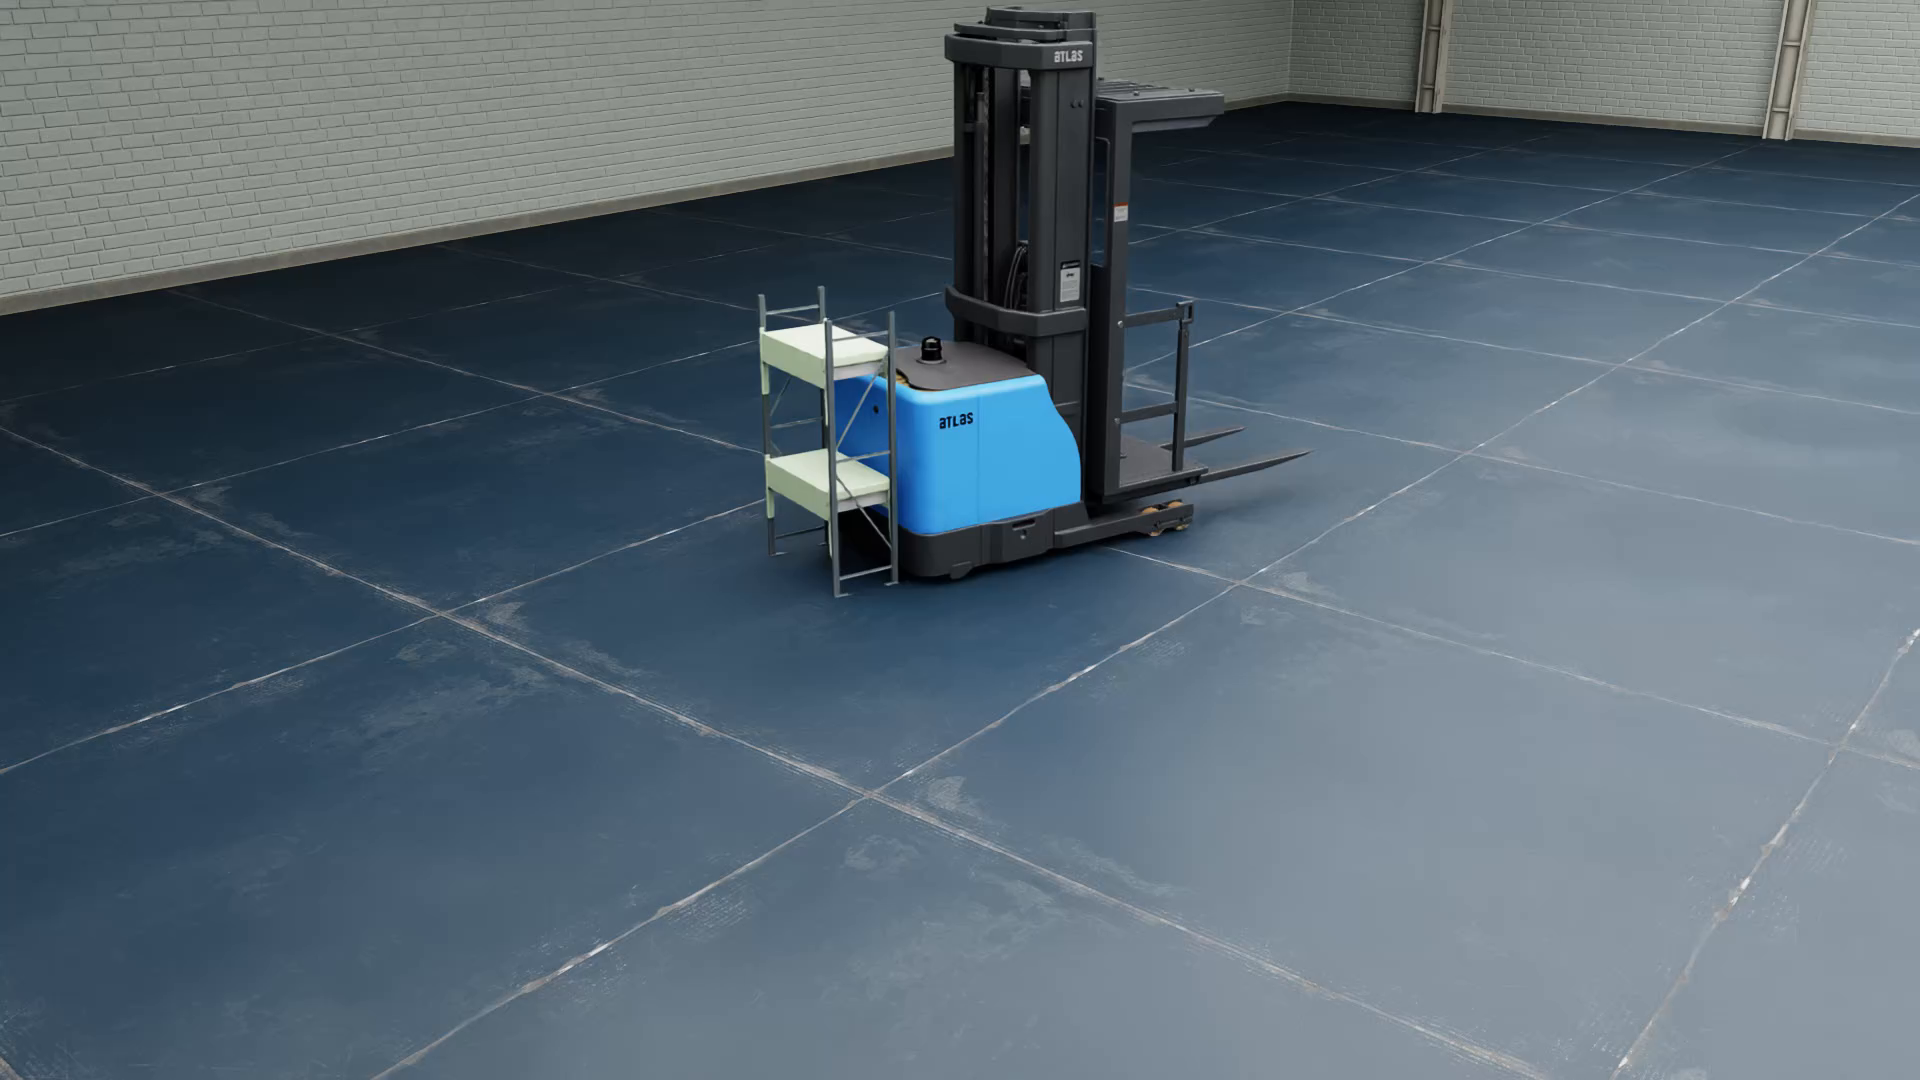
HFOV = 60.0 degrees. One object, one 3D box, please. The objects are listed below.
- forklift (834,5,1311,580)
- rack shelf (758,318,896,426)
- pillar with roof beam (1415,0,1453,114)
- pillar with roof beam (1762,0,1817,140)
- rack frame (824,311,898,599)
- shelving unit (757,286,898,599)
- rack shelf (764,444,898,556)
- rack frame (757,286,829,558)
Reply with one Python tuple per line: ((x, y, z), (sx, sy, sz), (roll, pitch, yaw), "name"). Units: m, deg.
((0.778, -1.535, 9.585), (3.031, 2.935, 1.130), (-13, 24, -31), "forklift")
((-0.710, -0.903, 8.830), (0.431, 0.370, 0.720), (-13, 24, -31), "rack shelf")
((5.853, -10.870, 25.741), (0.400, 9.000, 9.100), (16, 26, 36), "pillar with roof beam")
((10.501, -9.532, 22.191), (0.400, 9.000, 9.100), (16, 26, 36), "pillar with roof beam")
((-0.507, -0.430, 8.682), (0.400, 1.500, 0.023), (-13, 24, -31), "rack frame")
((-0.710, -0.537, 8.968), (0.431, 1.500, 0.755), (-13, 24, -31), "shelving unit")
((-0.710, -0.232, 9.083), (0.431, 0.370, 0.720), (-13, 24, -31), "rack shelf")
((-0.913, -0.645, 9.253), (0.400, 1.500, 0.023), (-13, 24, -31), "rack frame")
